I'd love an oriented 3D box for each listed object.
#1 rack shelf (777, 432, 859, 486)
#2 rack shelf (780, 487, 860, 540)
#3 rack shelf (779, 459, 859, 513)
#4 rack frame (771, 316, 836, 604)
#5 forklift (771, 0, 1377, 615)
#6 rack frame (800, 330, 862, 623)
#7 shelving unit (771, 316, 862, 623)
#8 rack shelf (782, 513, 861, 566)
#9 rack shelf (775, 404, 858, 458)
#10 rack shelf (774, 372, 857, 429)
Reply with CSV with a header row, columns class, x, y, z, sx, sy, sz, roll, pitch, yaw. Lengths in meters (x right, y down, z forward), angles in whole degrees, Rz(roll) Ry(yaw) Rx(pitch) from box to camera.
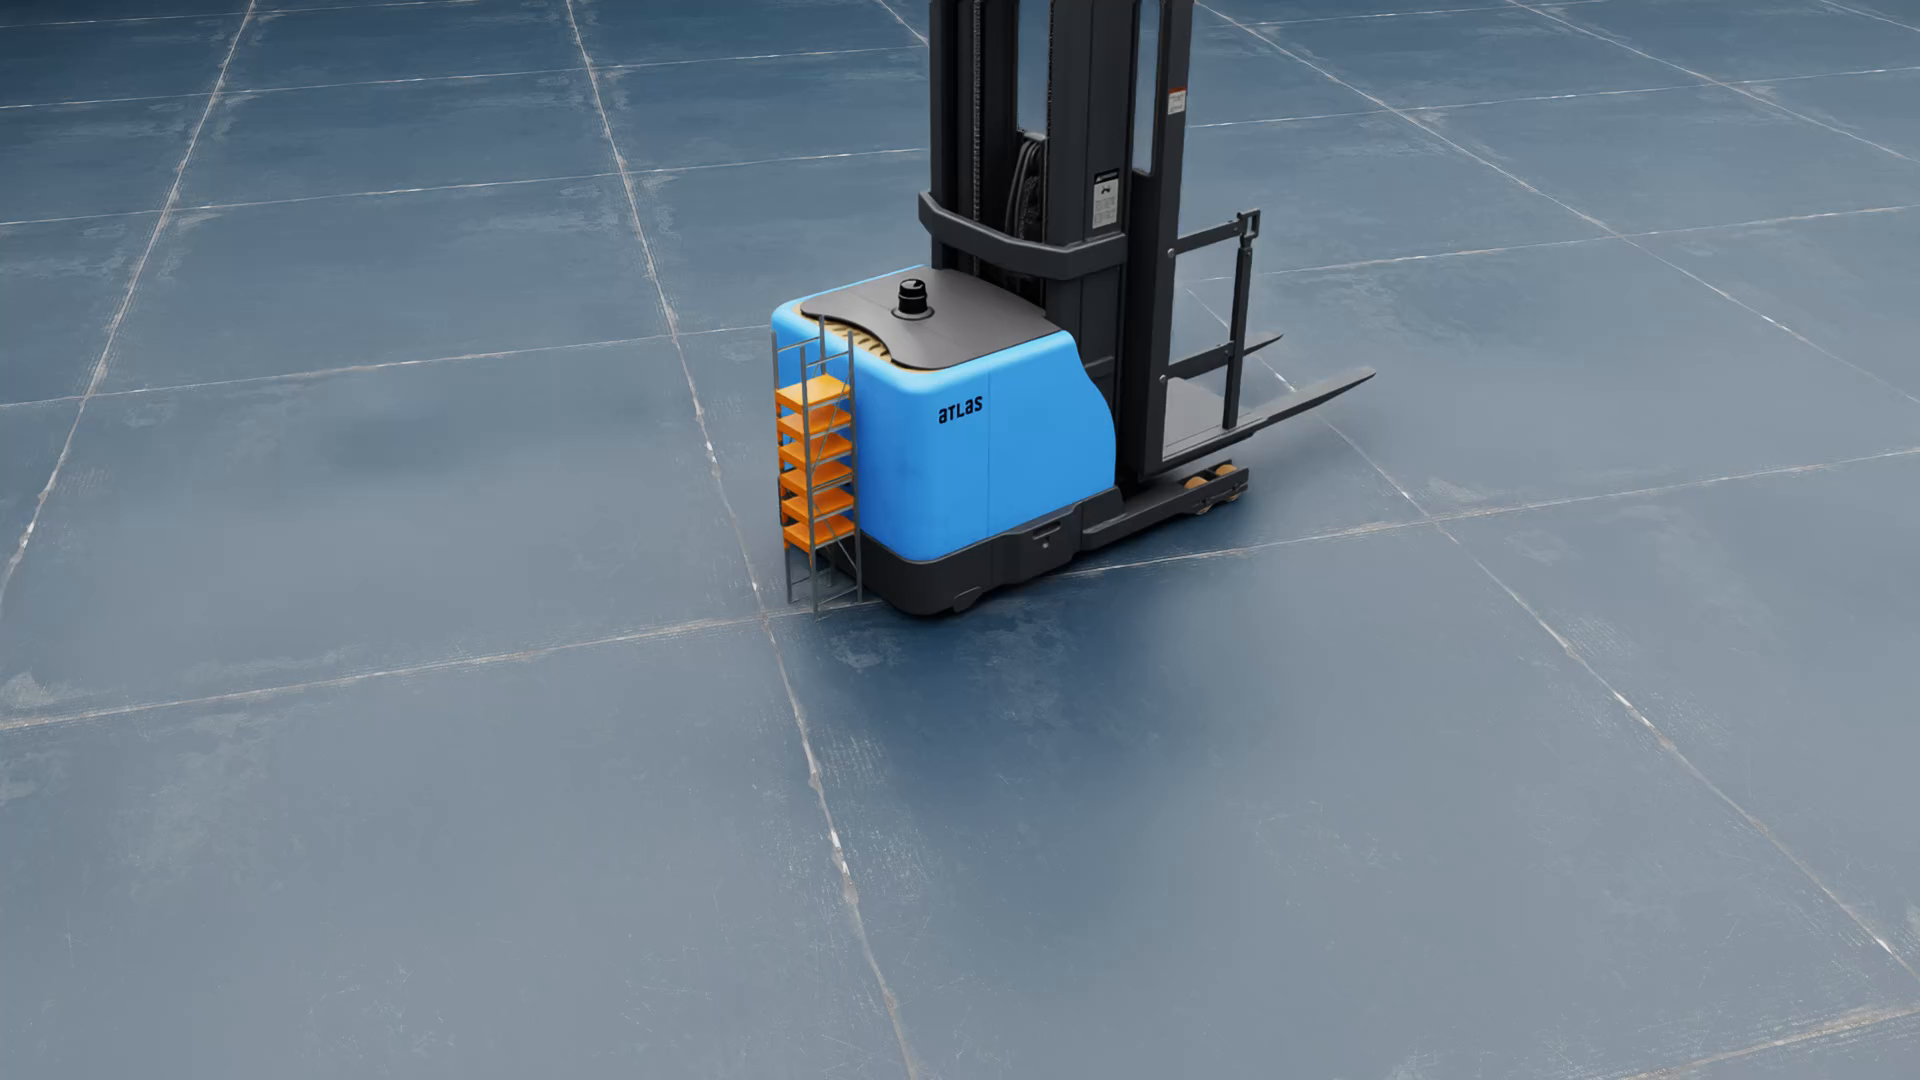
class,x,y,z,sx,sy,sz,roll,pitch,yaw
rack shelf,-0.552,-0.326,6.465,0.258,0.103,0.180,-23,37,-34
rack shelf,-0.552,-0.118,6.585,0.258,0.103,0.180,-23,37,-34
rack shelf,-0.552,-0.222,6.525,0.258,0.103,0.180,-23,37,-34
rack frame,-0.611,-0.296,6.563,0.240,1.200,0.006,-23,37,-34
forklift,0.682,-1.567,7.032,3.031,2.935,1.130,-22,37,-33
rack frame,-0.493,-0.226,6.442,0.240,1.200,0.006,-23,37,-34
shelving unit,-0.552,-0.261,6.503,0.258,1.200,0.189,-23,37,-34
rack shelf,-0.552,-0.015,6.645,0.258,0.103,0.180,-23,37,-34
rack shelf,-0.552,-0.430,6.405,0.258,0.103,0.180,-23,37,-34
rack shelf,-0.552,-0.534,6.345,0.258,0.103,0.180,-23,37,-34
